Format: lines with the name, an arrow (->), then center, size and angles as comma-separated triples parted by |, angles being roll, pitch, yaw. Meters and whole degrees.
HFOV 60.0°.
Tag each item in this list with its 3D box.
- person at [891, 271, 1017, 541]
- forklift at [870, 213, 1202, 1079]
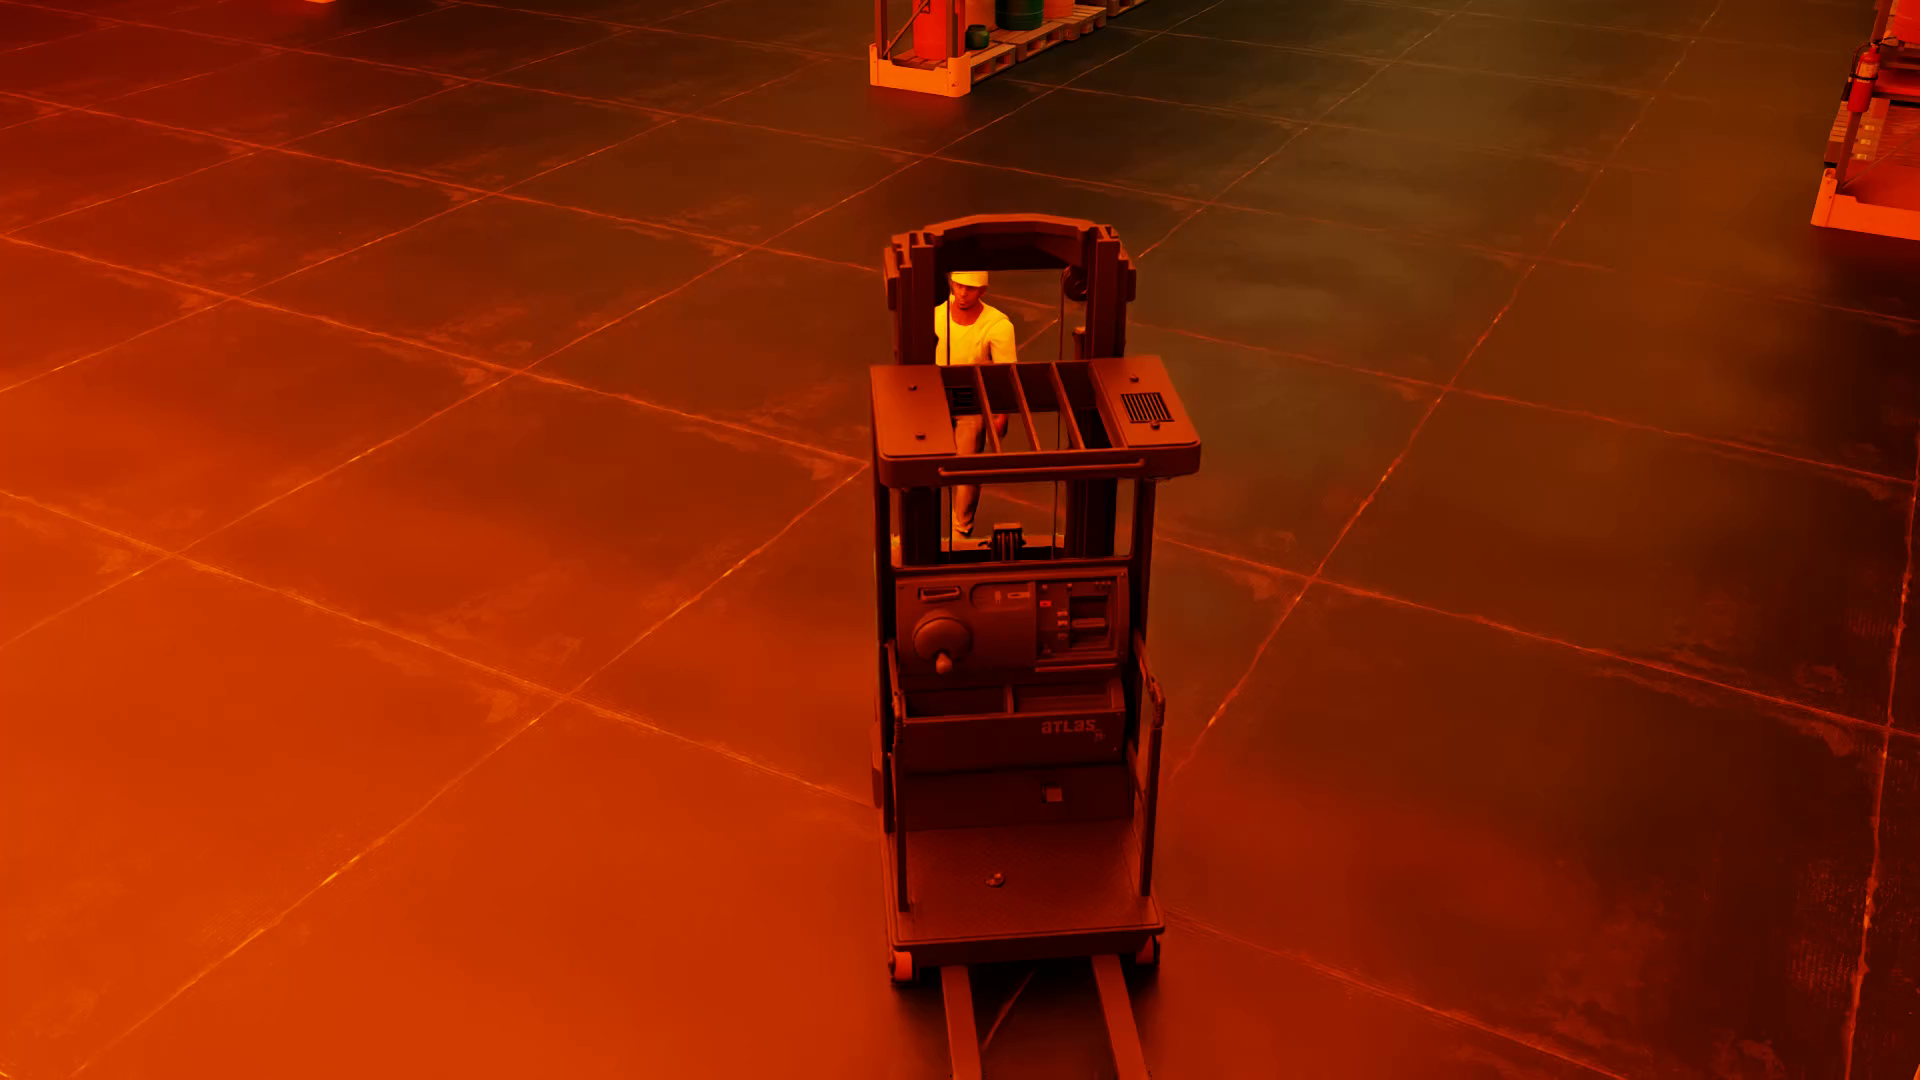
person -> -0.039, -0.742, 9.507 | 0.665, 1.768, 0.575 | 15, 33, 25
forklift -> 0.234, 0.370, 6.429 | 1.130, 2.935, 3.031 | -3, 30, -5
